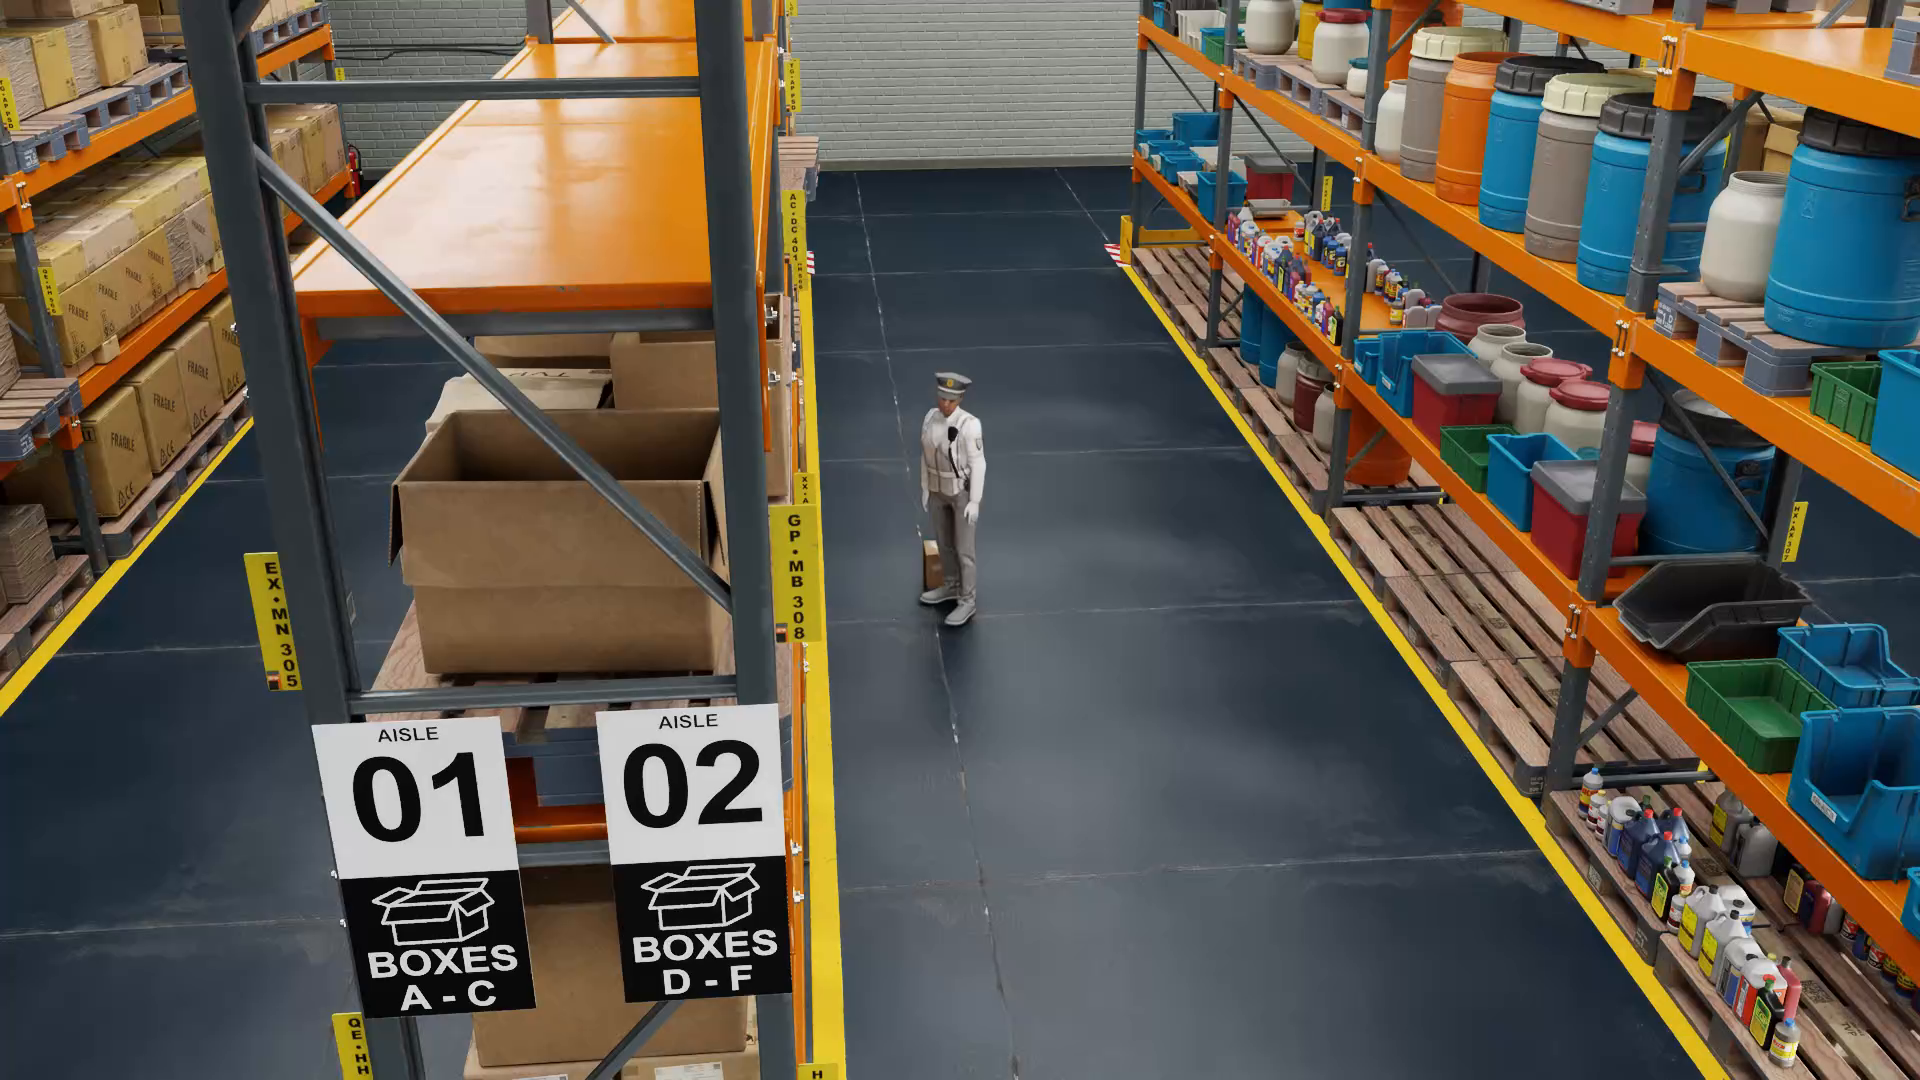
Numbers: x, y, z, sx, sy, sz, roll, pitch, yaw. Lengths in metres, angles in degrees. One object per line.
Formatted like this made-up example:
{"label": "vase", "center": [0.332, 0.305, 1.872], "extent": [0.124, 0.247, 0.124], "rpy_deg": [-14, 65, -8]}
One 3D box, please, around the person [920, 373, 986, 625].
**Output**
{"label": "person", "center": [-0.064, -0.291, 10.887], "extent": [0.528, 1.679, 0.405], "rpy_deg": [21, 31, 39]}
